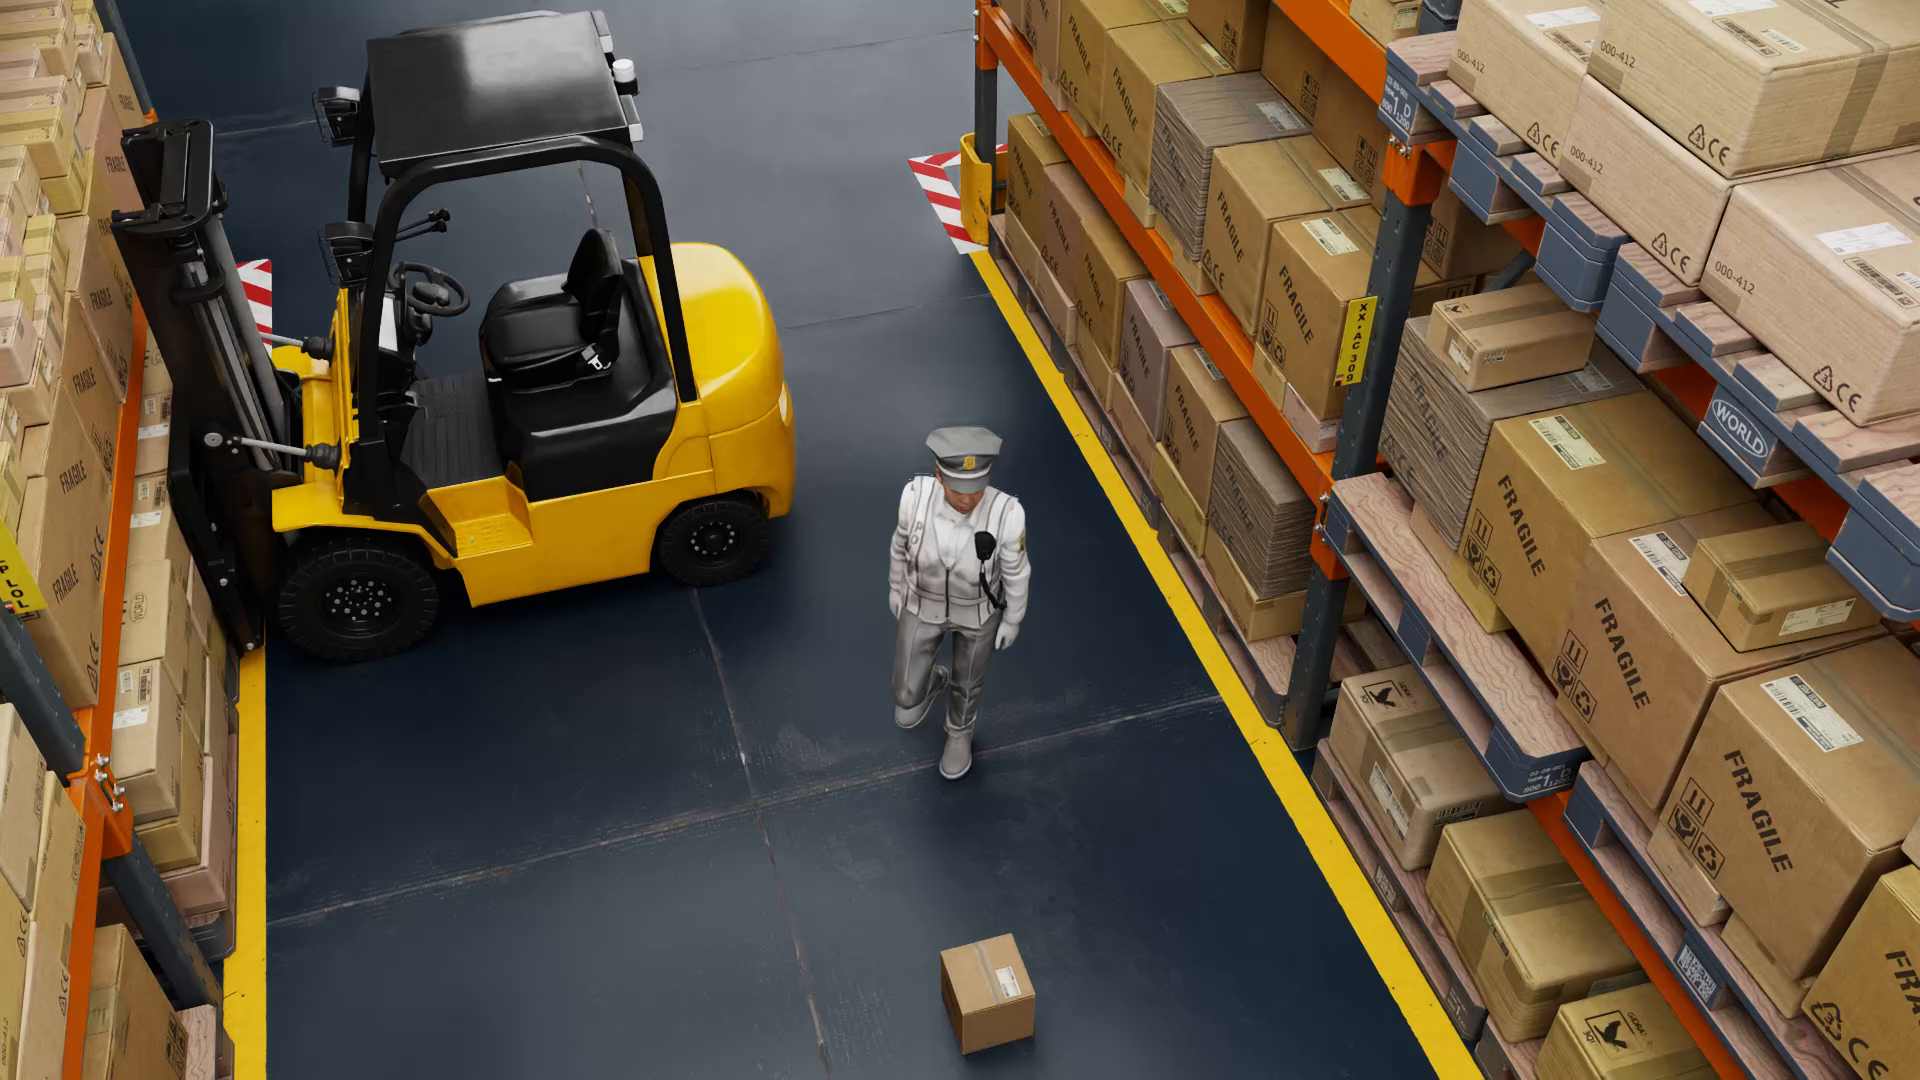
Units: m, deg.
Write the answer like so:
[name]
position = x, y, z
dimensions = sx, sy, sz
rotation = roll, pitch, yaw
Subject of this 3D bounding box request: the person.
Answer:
[person]
position = -0.046, 0.481, 5.601
dimensions = 0.494, 1.694, 0.714
rotation = 2, 43, 3
